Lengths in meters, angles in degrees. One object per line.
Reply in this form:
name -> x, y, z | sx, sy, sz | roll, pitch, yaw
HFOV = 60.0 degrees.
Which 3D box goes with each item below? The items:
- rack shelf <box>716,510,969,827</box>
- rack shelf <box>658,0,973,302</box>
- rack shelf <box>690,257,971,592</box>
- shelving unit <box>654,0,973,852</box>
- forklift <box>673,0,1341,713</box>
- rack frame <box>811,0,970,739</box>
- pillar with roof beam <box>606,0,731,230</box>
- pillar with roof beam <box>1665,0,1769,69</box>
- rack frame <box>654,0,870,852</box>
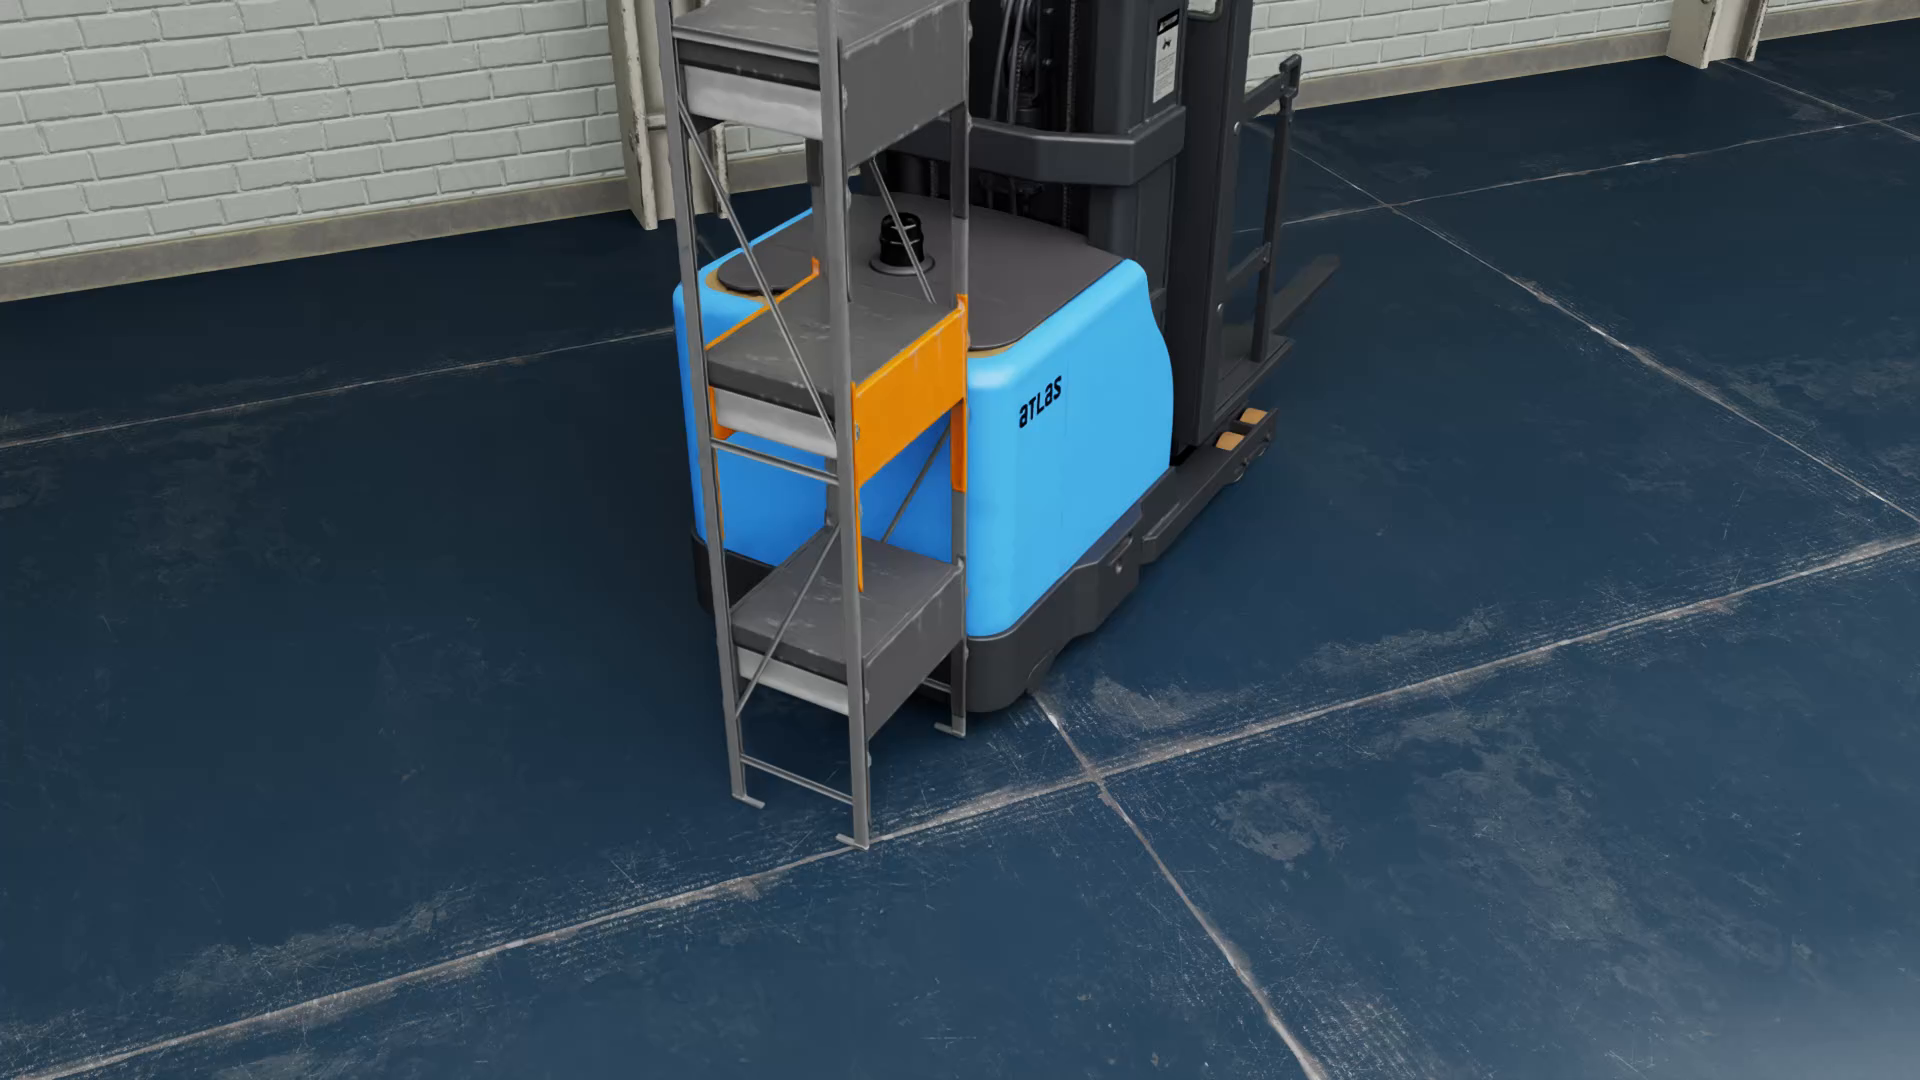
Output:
rack shelf -> -0.281, 0.310, 4.149 | 0.431, 0.518, 0.480 | 17, 37, 24
rack shelf -> -0.278, -0.854, 3.370 | 0.431, 0.518, 0.480 | 17, 37, 24
rack shelf -> -0.280, -0.272, 3.759 | 0.431, 0.518, 0.480 | 17, 37, 24
shelving unit -> -0.280, -0.283, 3.752 | 0.431, 2.100, 0.503 | 17, 37, 24
forklift -> 0.429, -1.542, 4.932 | 1.130, 2.935, 3.031 | 18, 37, 26
rack frame -> -0.161, -0.401, 3.929 | 0.400, 2.100, 0.015 | 17, 37, 24
pillar with roof beam -> 0.398, -3.096, 1.758 | 0.400, 9.000, 9.100 | -13, 35, -19
pillar with roof beam -> 5.930, -4.363, 3.705 | 0.400, 9.000, 9.100 | -13, 35, -19
rack frame -> -0.398, -0.165, 3.574 | 0.400, 2.100, 0.015 | 17, 37, 24
